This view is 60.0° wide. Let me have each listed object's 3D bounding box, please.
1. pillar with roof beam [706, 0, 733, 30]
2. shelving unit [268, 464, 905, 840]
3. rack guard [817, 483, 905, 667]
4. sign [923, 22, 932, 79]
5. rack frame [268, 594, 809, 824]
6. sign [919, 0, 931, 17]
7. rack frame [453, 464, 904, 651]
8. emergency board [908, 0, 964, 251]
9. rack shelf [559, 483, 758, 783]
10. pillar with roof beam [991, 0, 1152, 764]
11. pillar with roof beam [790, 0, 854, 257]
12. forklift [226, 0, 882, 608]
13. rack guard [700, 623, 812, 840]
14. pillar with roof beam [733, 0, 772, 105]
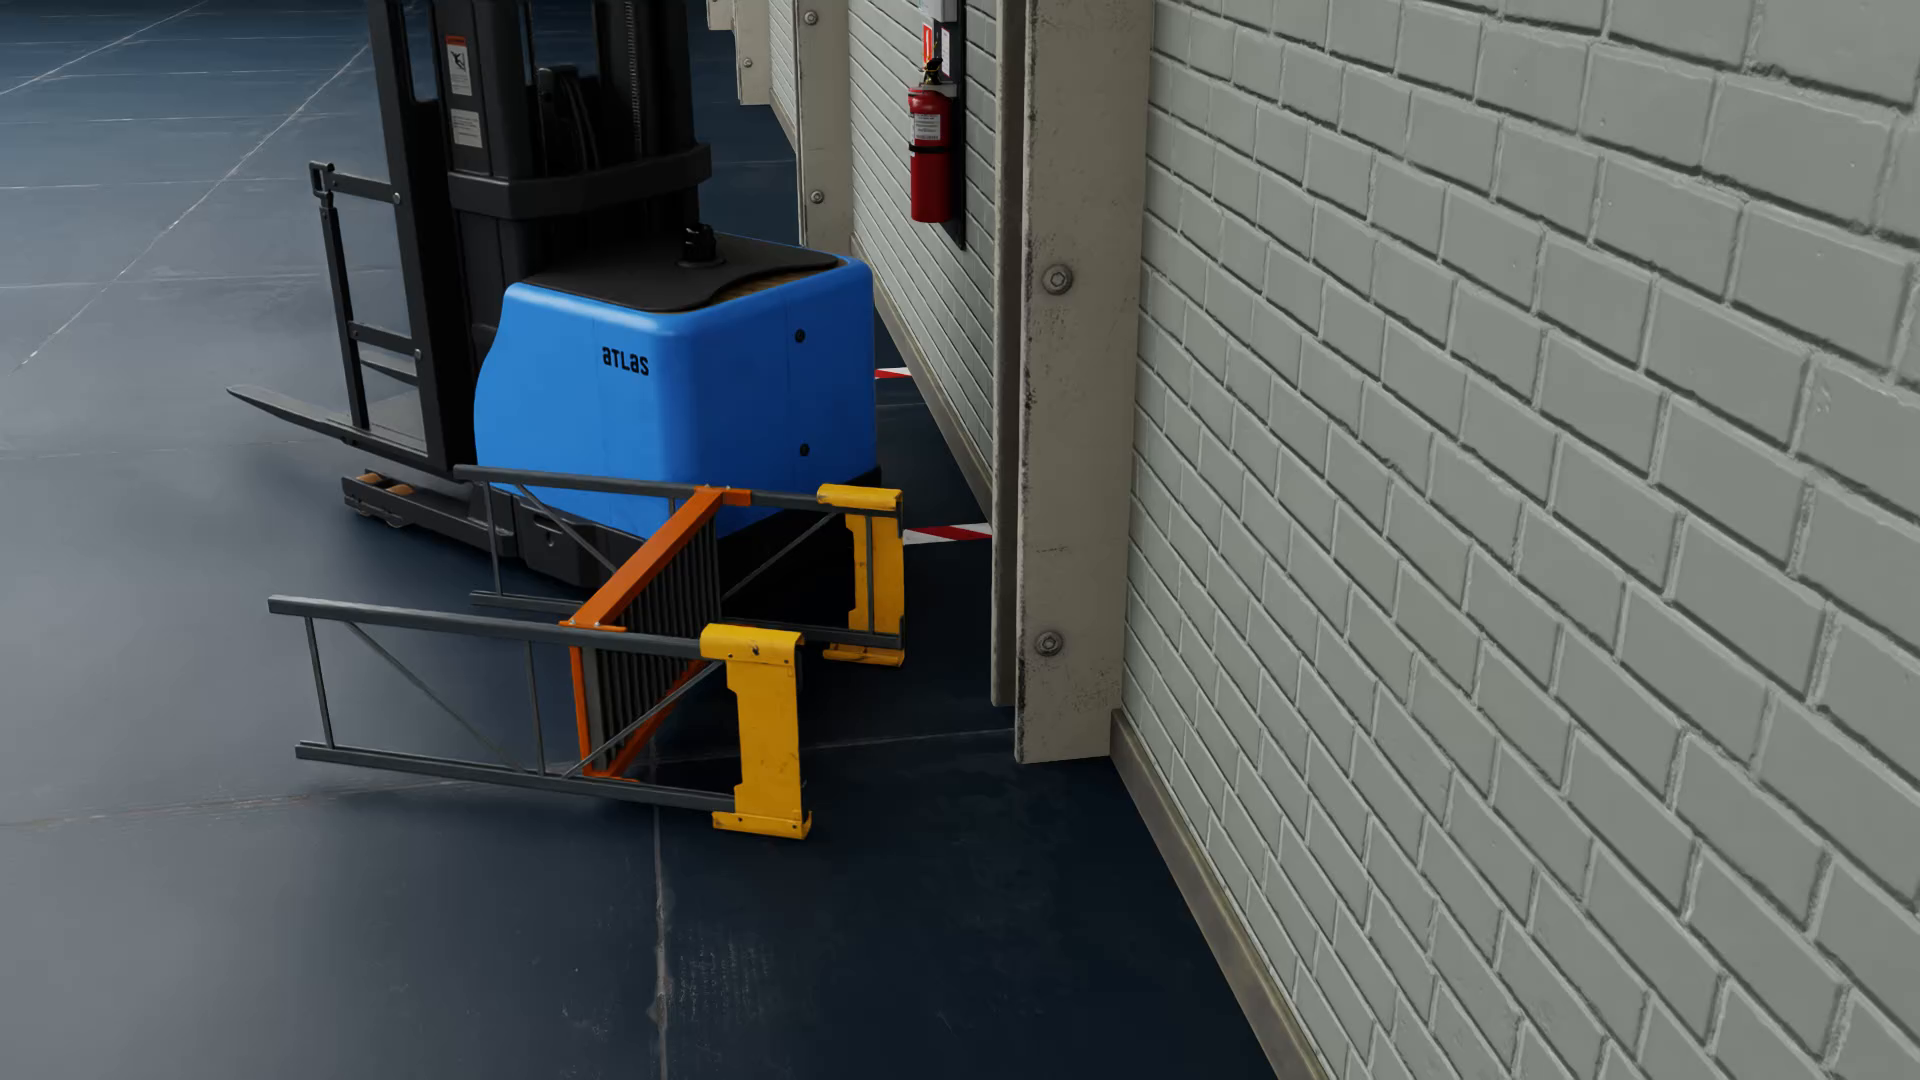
[{"bbox_3d":[-7.277,-10.331,18.661,9.100,9.000,0.400,-4,24,-10],"label":"pillar with roof beam"},{"bbox_3d":[-1.027,0.254,4.903,1.500,0.587,1.083,5,24,12],"label":"shelving unit"},{"bbox_3d":[-0.308,0.114,5.222,0.250,0.587,0.087,5,24,12],"label":"rack guard"},{"bbox_3d":[-0.138,-2.037,7.121,0.001,0.329,0.234,-4,24,-10],"label":"sign"},{"bbox_3d":[-1.137,0.449,4.457,1.500,0.500,0.032,5,24,12],"label":"rack frame"},{"bbox_3d":[-0.146,-2.277,7.009,0.001,0.109,0.331,-4,24,-10],"label":"sign"},{"bbox_3d":[-0.913,0.052,5.366,1.500,0.500,0.032,5,24,12],"label":"rack frame"},{"bbox_3d":[-0.138,-1.795,6.613,0.194,1.169,0.643,-4,24,-10],"label":"emergency board"},{"bbox_3d":[-0.850,0.266,4.875,0.185,0.538,1.000,5,24,12],"label":"rack shelf"},{"bbox_3d":[-3.949,-3.251,2.451,9.100,9.000,0.400,-4,24,-10],"label":"pillar with roof beam"},{"bbox_3d":[-5.058,-5.611,7.854,9.100,9.000,0.400,-4,24,-10],"label":"pillar with roof beam"},{"bbox_3d":[-1.771,-1.539,6.111,3.031,2.935,1.130,17,29,34],"label":"forklift"},{"bbox_3d":[-0.528,0.503,4.332,0.250,0.587,0.087,5,24,12],"label":"rack guard"},{"bbox_3d":[-6.168,-7.971,13.258,9.100,9.000,0.400,-4,24,-10],"label":"pillar with roof beam"}]
